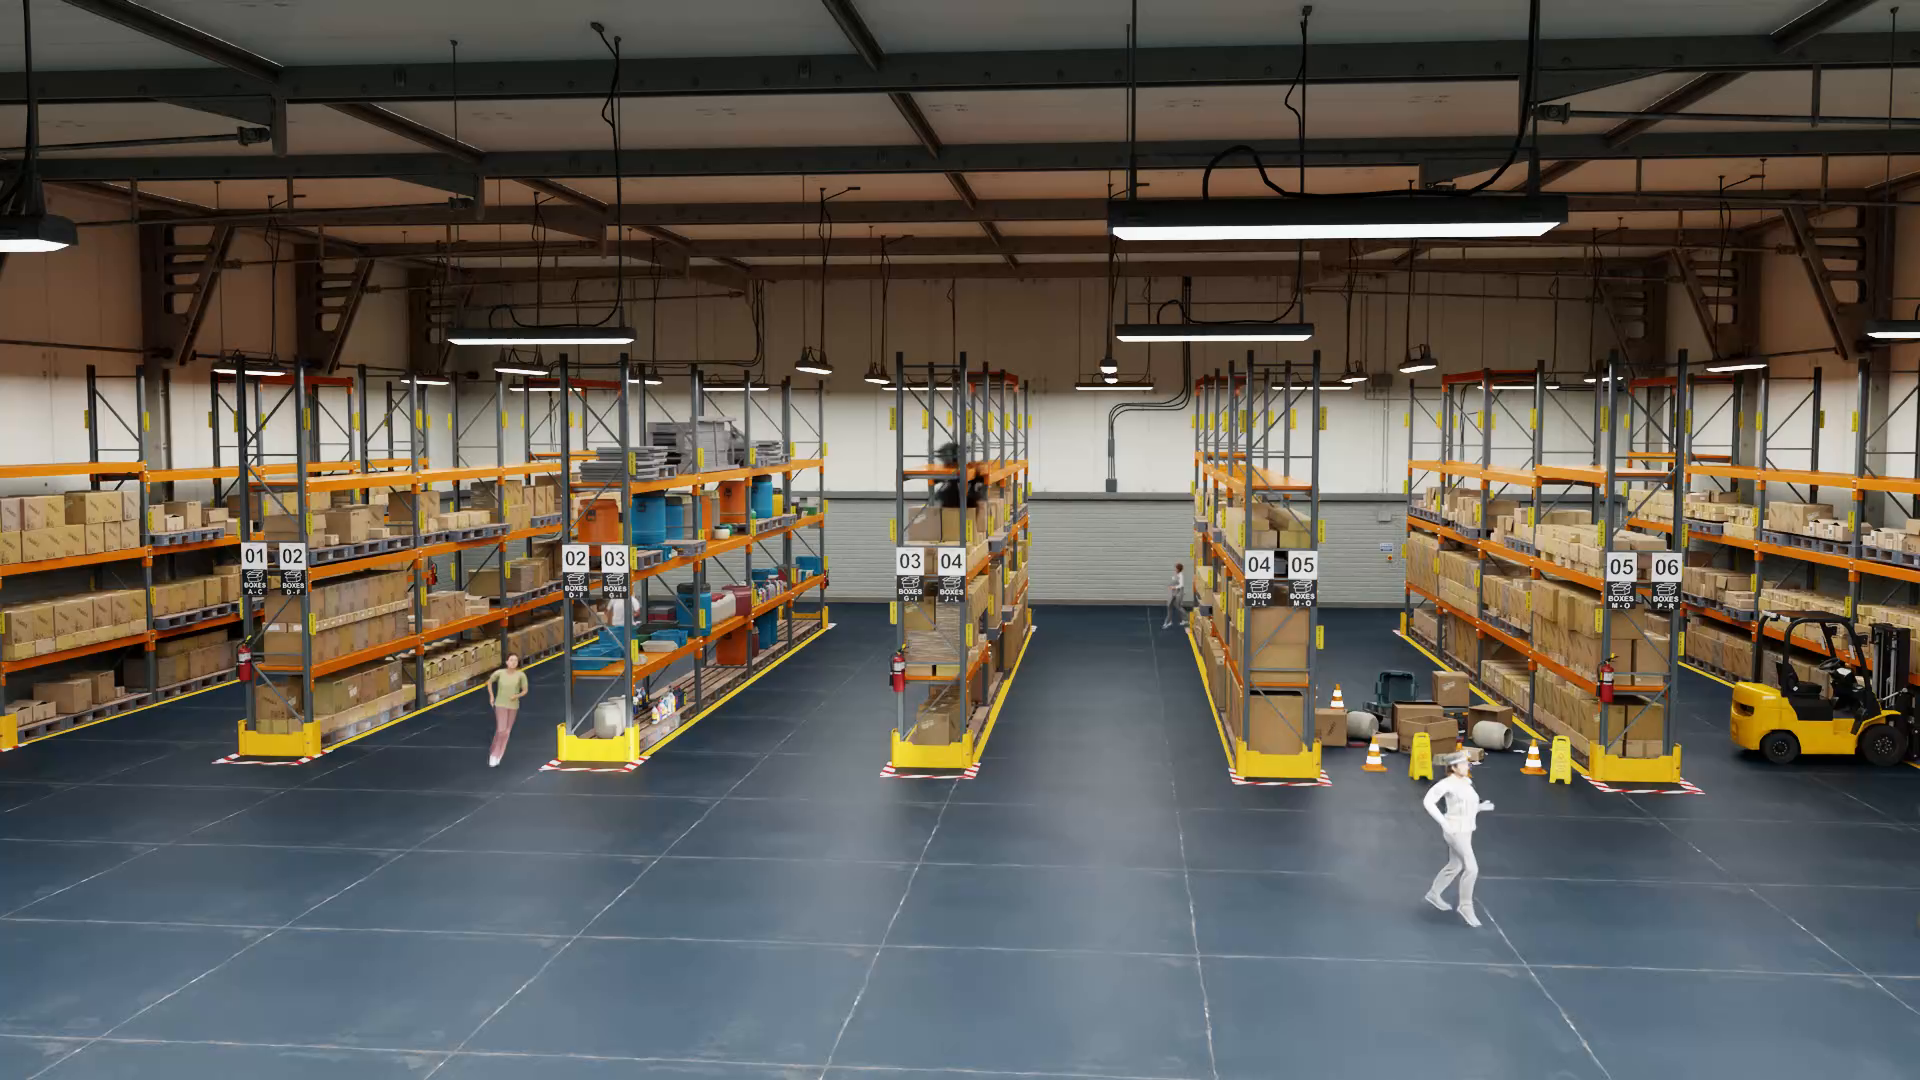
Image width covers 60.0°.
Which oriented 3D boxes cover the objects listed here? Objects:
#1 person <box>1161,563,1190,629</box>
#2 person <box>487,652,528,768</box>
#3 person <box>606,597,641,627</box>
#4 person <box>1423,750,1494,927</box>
[{"bbox_3d":[5.300,1.358,40.277,0.743,1.602,0.538,-2,4,-21],"label":"person"},{"bbox_3d":[-6.603,2.461,24.266,0.590,1.657,0.612,-2,4,-25],"label":"person"},{"bbox_3d":[-6.863,1.735,33.847,0.711,1.733,0.795,0,4,-4],"label":"person"},{"bbox_3d":[5.002,2.971,16.693,0.695,1.753,0.593,4,5,42],"label":"person"}]
